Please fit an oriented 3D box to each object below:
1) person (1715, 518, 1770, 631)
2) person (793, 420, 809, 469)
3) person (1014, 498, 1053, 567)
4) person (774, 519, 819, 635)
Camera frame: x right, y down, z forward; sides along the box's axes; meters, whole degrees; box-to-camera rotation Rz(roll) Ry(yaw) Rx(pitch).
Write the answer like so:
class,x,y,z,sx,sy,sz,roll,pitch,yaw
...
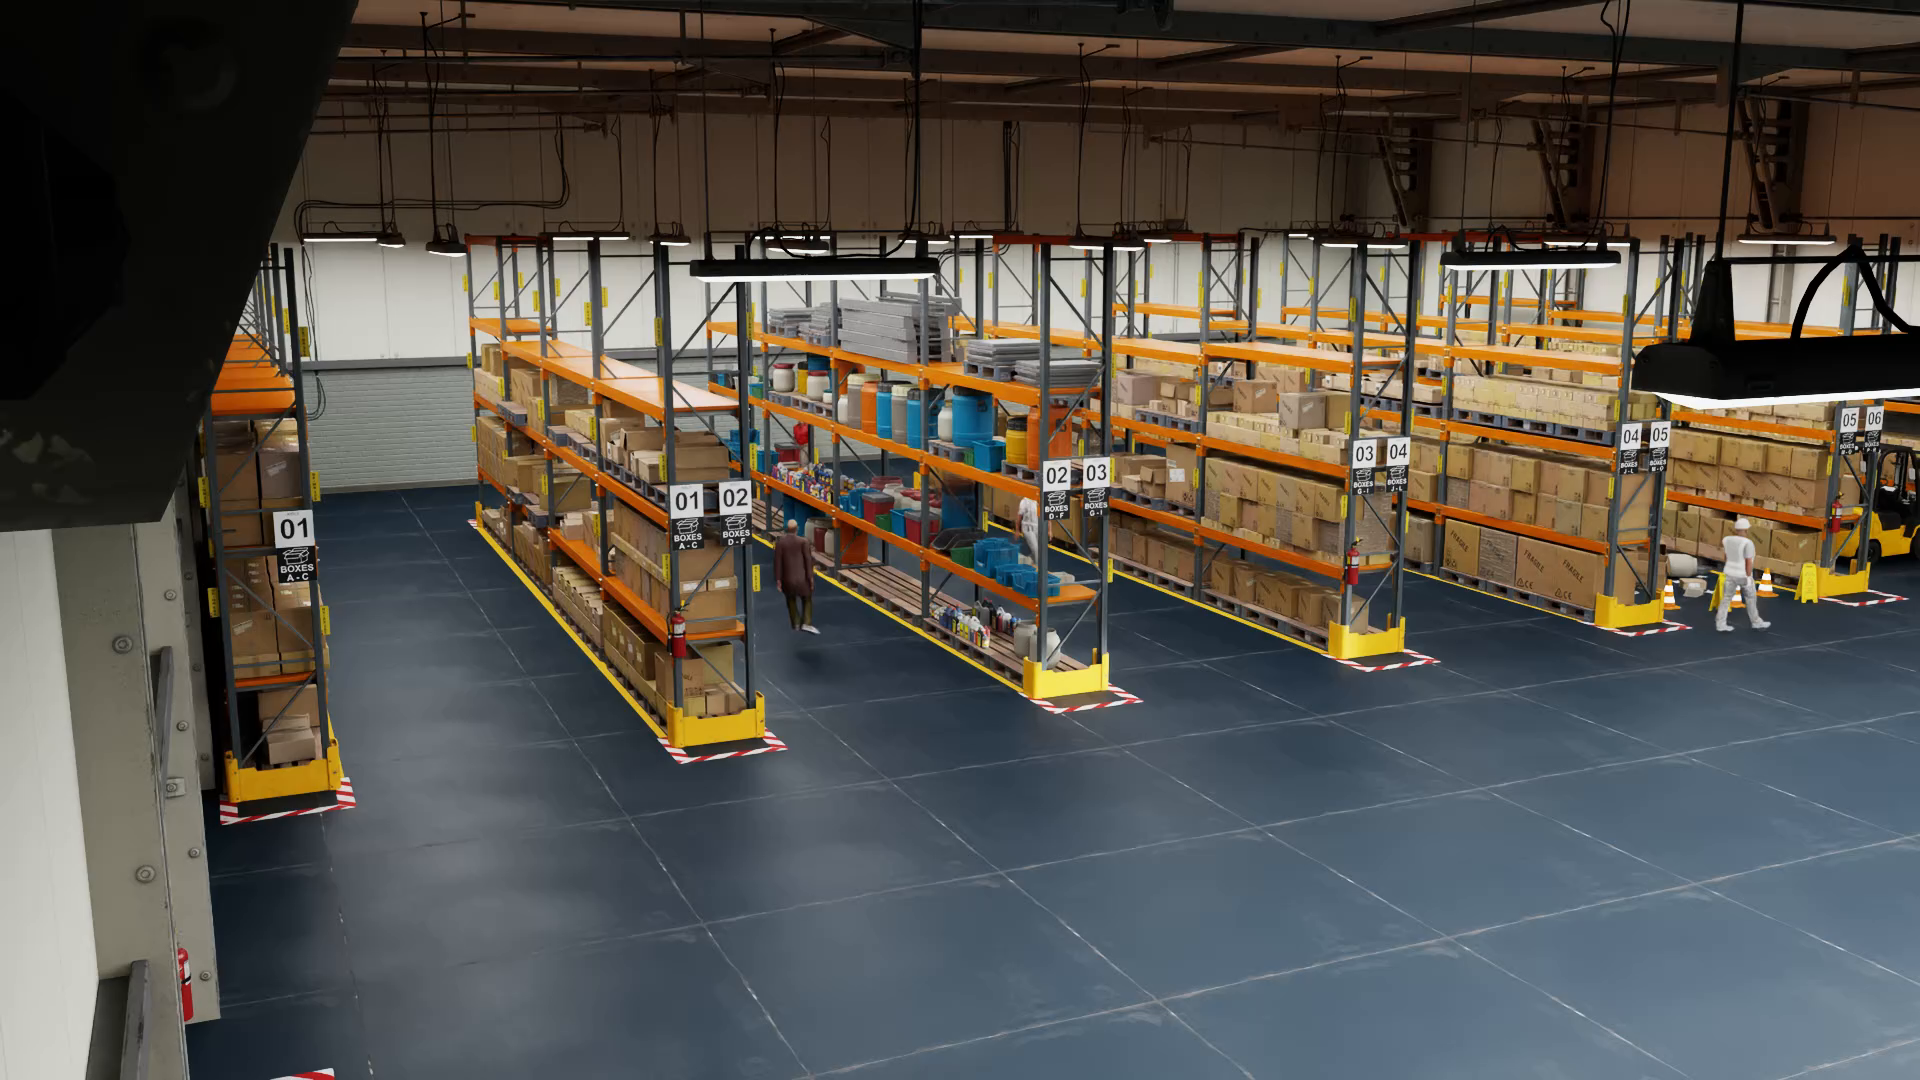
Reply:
class,x,y,z,sx,sy,sz,roll,pitch,yaw
person,12.103,0.522,25.716,0.917,1.744,0.584,-6,13,-29
person,-3.781,-2.110,39.528,0.437,1.766,0.555,-10,15,-42
person,1.324,-0.203,28.509,0.544,1.603,1.063,-7,13,-32
person,-2.428,0.565,24.618,0.628,1.724,0.591,-2,11,-10
